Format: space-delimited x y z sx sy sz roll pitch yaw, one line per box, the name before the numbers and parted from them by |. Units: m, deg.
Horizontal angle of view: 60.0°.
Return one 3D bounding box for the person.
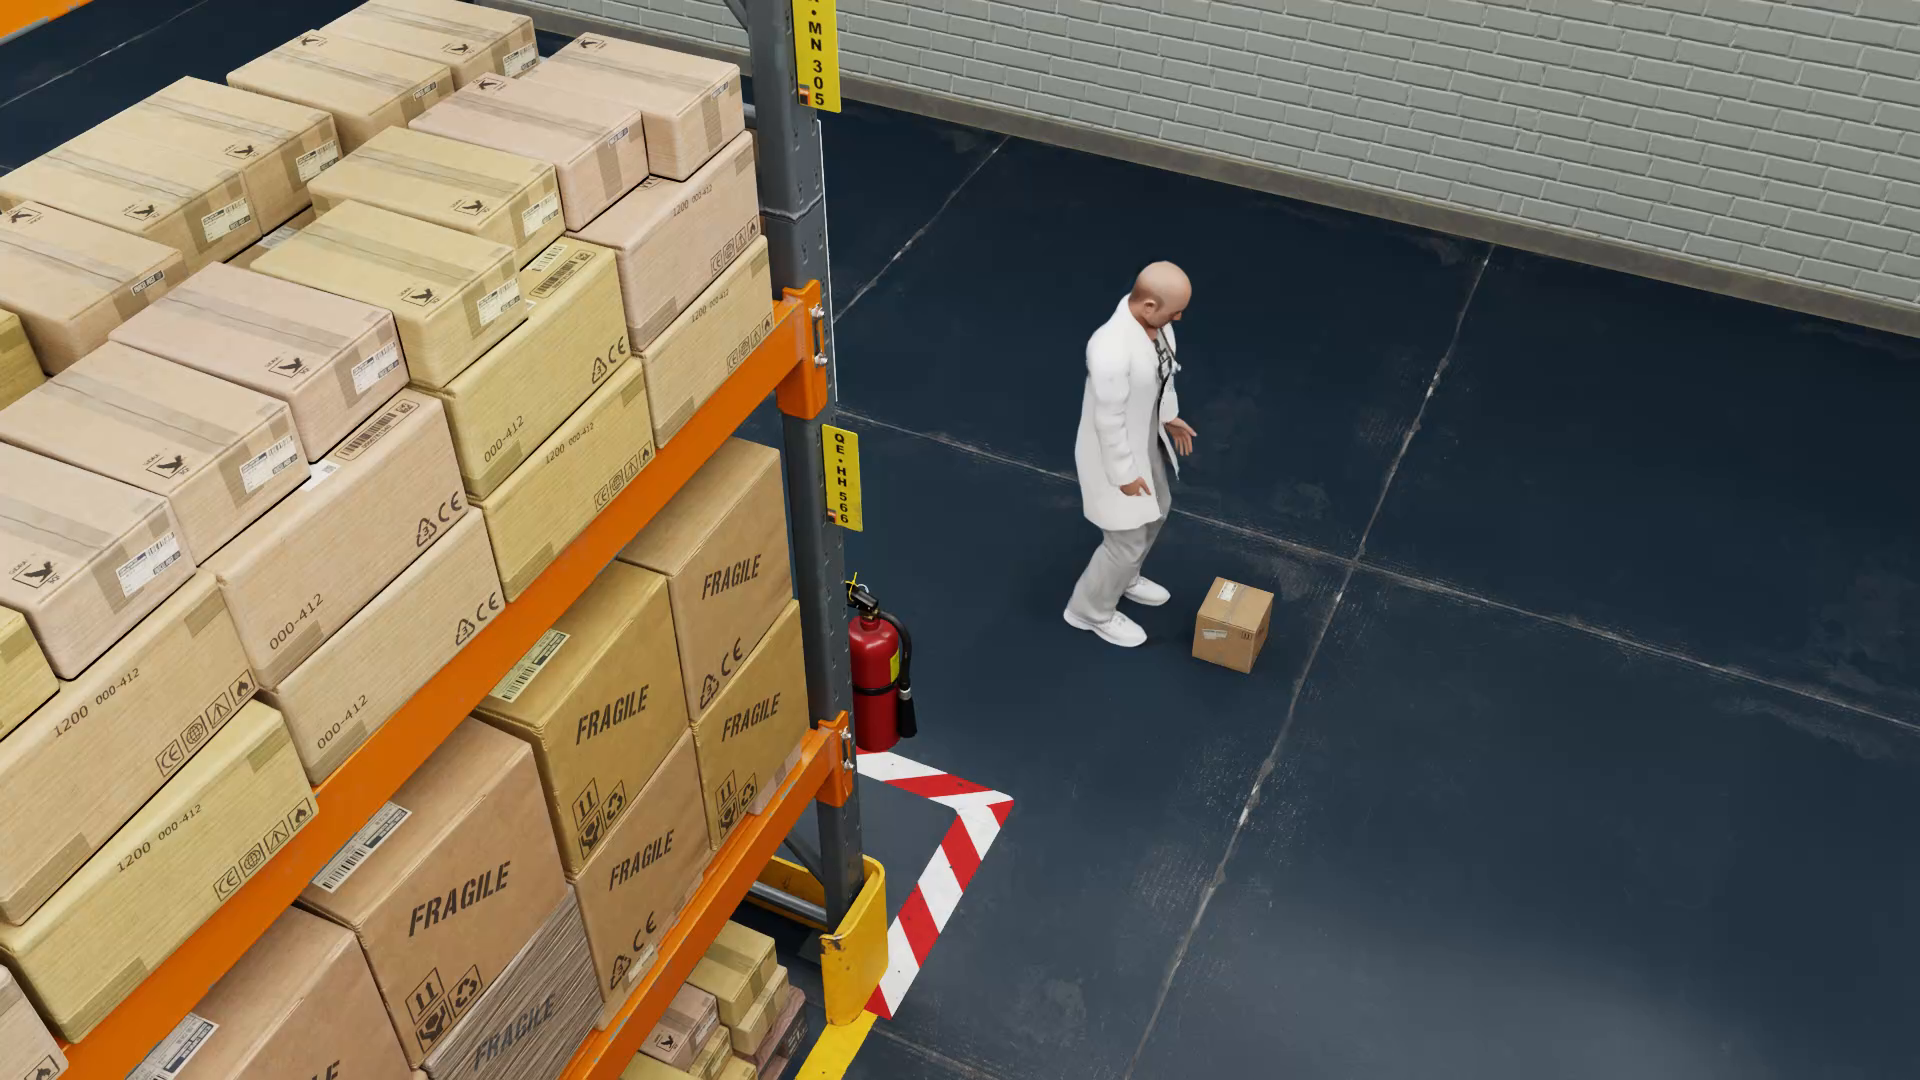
person | 0.682 -0.361 6.613 0.396 1.745 0.583 18 45 20
